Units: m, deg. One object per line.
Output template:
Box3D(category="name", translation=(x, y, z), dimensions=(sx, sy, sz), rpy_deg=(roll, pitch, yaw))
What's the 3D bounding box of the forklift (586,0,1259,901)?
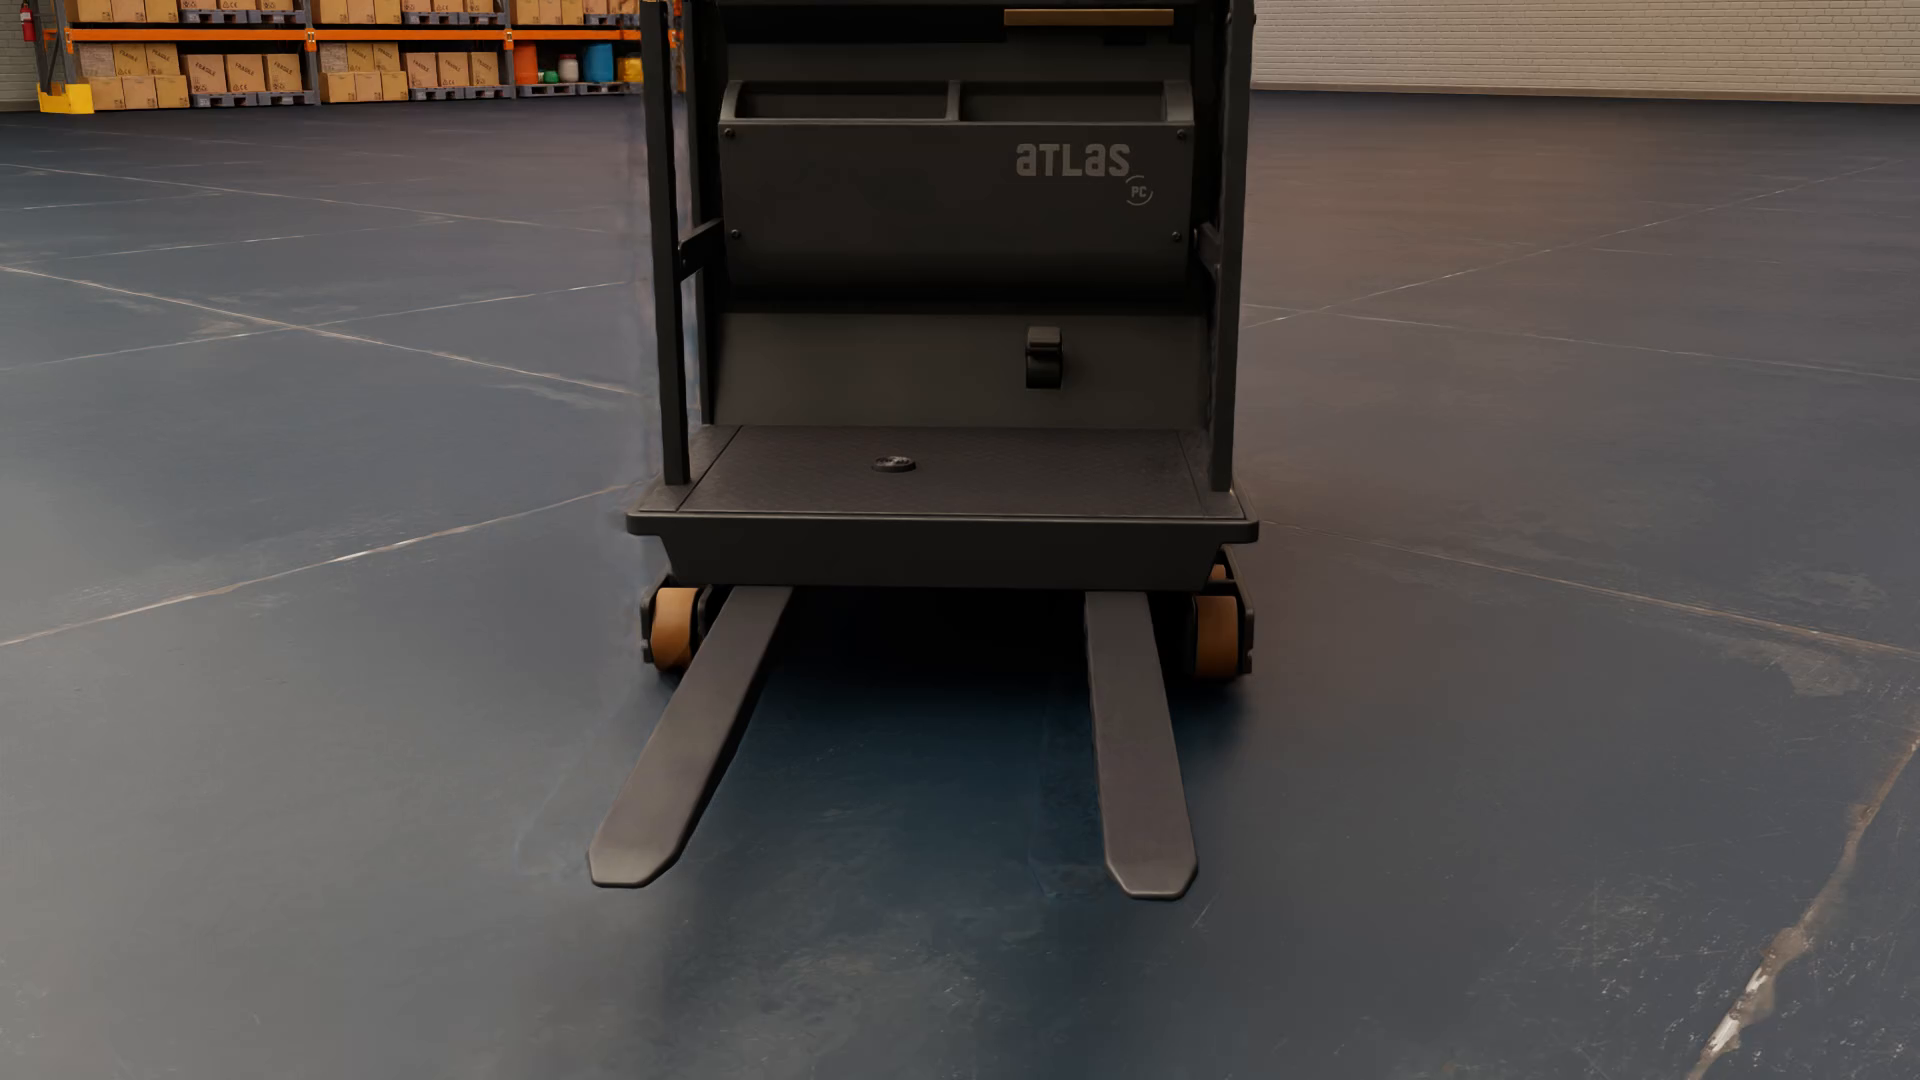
Box3D(category="forklift", translation=(-0.014, -1.234, 2.962), dimensions=(1.130, 2.935, 3.031), rpy_deg=(1, 17, 3))
